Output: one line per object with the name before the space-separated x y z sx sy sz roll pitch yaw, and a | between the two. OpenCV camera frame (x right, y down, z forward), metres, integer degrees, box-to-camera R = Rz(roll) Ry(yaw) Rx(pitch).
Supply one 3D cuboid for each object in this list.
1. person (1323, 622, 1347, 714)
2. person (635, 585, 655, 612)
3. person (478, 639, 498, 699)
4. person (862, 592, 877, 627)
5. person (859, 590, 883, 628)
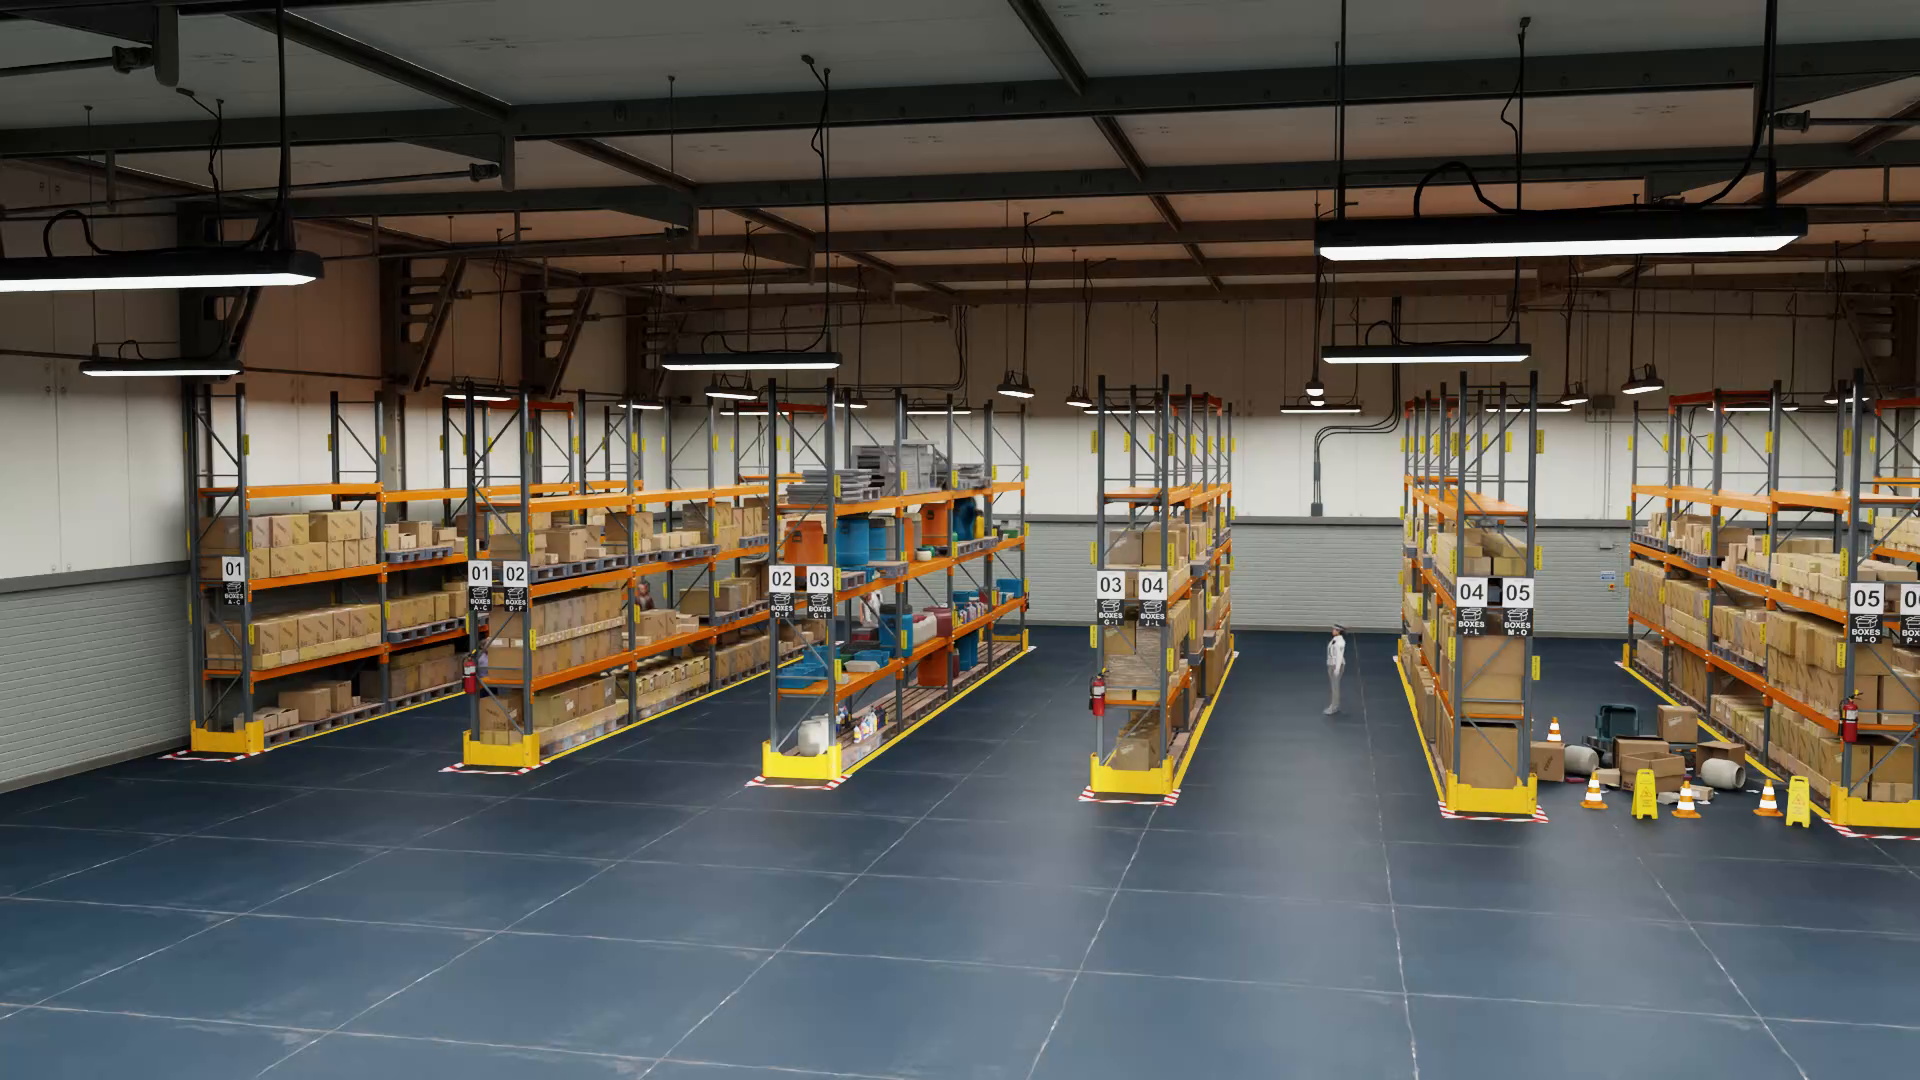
person | 6.971 2.383 31.132 0.560 1.687 0.469 -1 3 -17
person | -7.413 1.904 38.866 0.733 1.726 1.125 0 3 5
person | -8.200 2.542 28.790 0.358 1.644 0.578 2 4 26
person | -1.919 1.879 35.529 0.389 1.593 0.450 -1 3 -10
person | -2.000 1.710 37.203 0.533 1.738 0.936 1 3 13
